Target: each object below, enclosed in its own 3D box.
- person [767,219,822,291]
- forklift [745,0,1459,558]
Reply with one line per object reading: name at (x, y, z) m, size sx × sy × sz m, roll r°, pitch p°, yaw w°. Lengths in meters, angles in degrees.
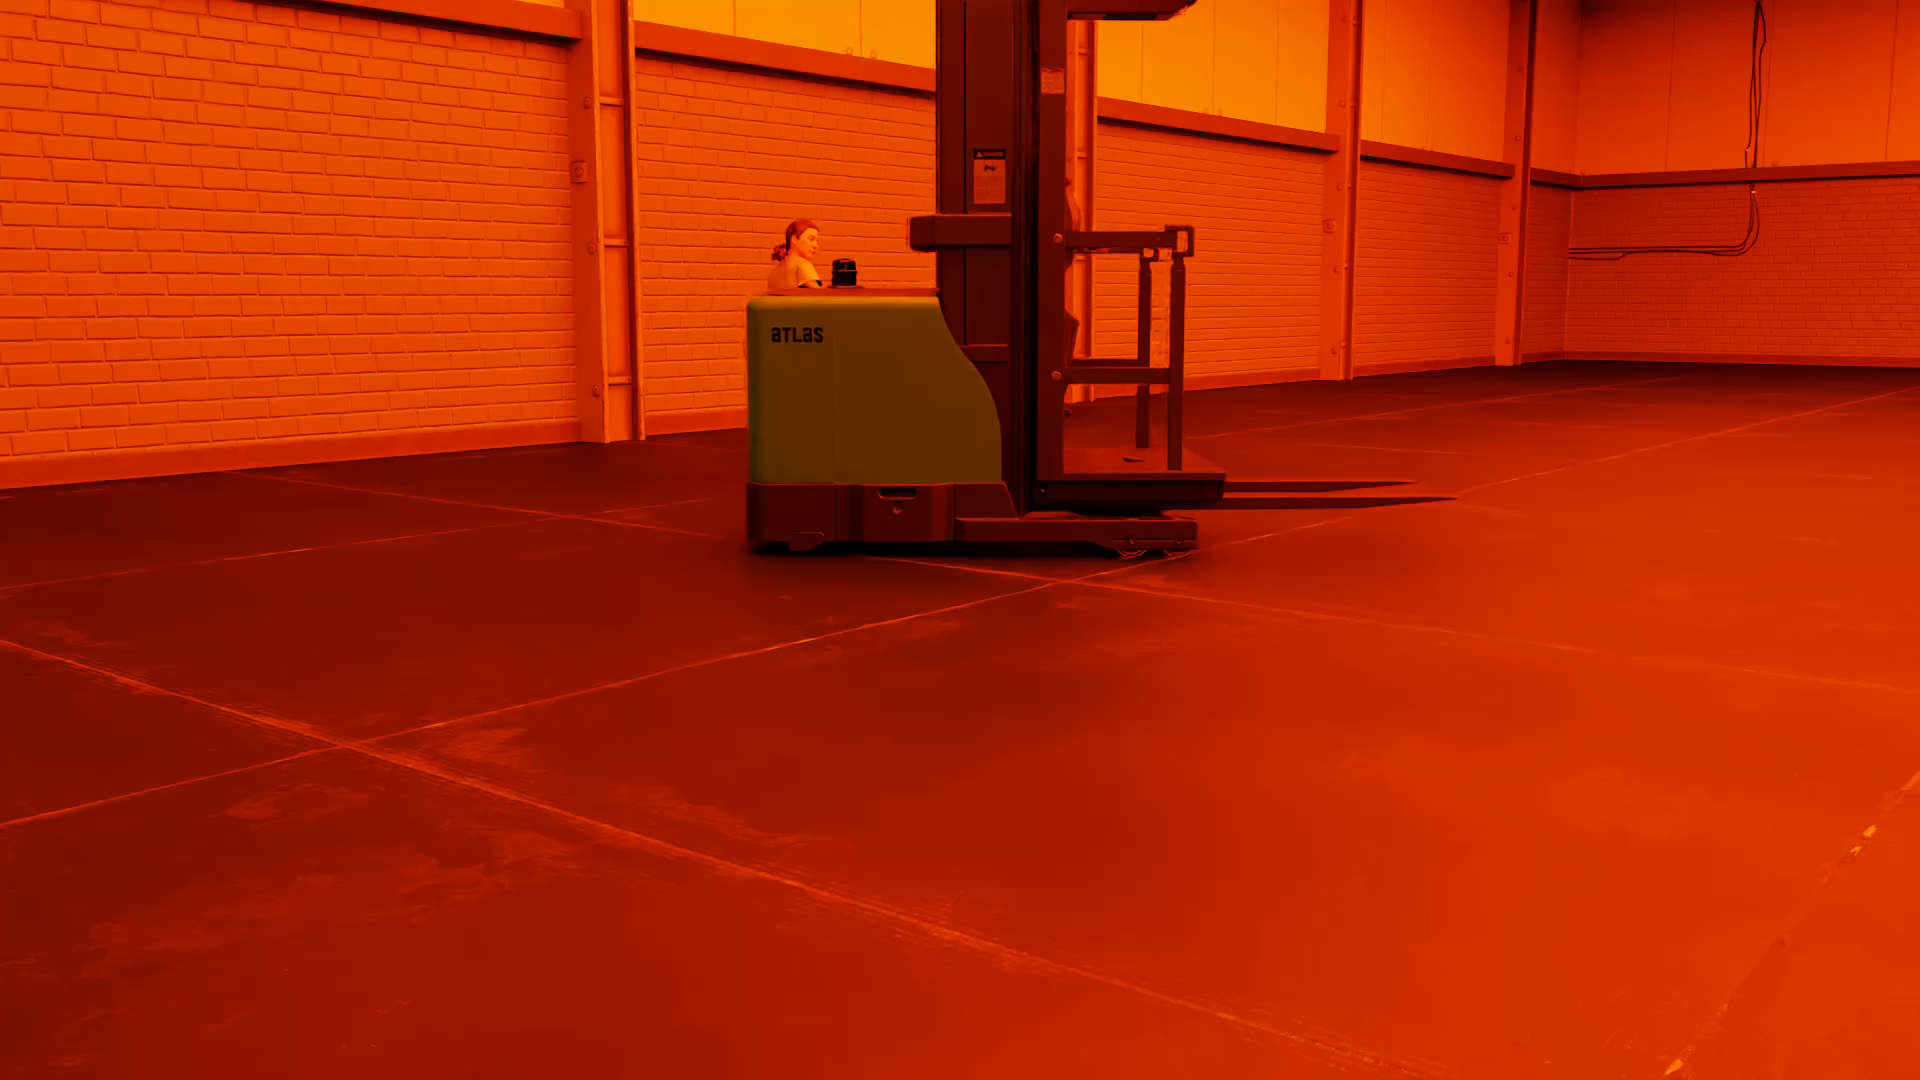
person at (-0.849, -1.145, 10.002) m, size 0.734 × 1.549 × 0.795 m, roll 6°, pitch 10°, yaw 34°
forklift at (0.611, -1.453, 7.213) m, size 3.031 × 2.935 × 1.130 m, roll 0°, pitch 8°, yaw -1°
